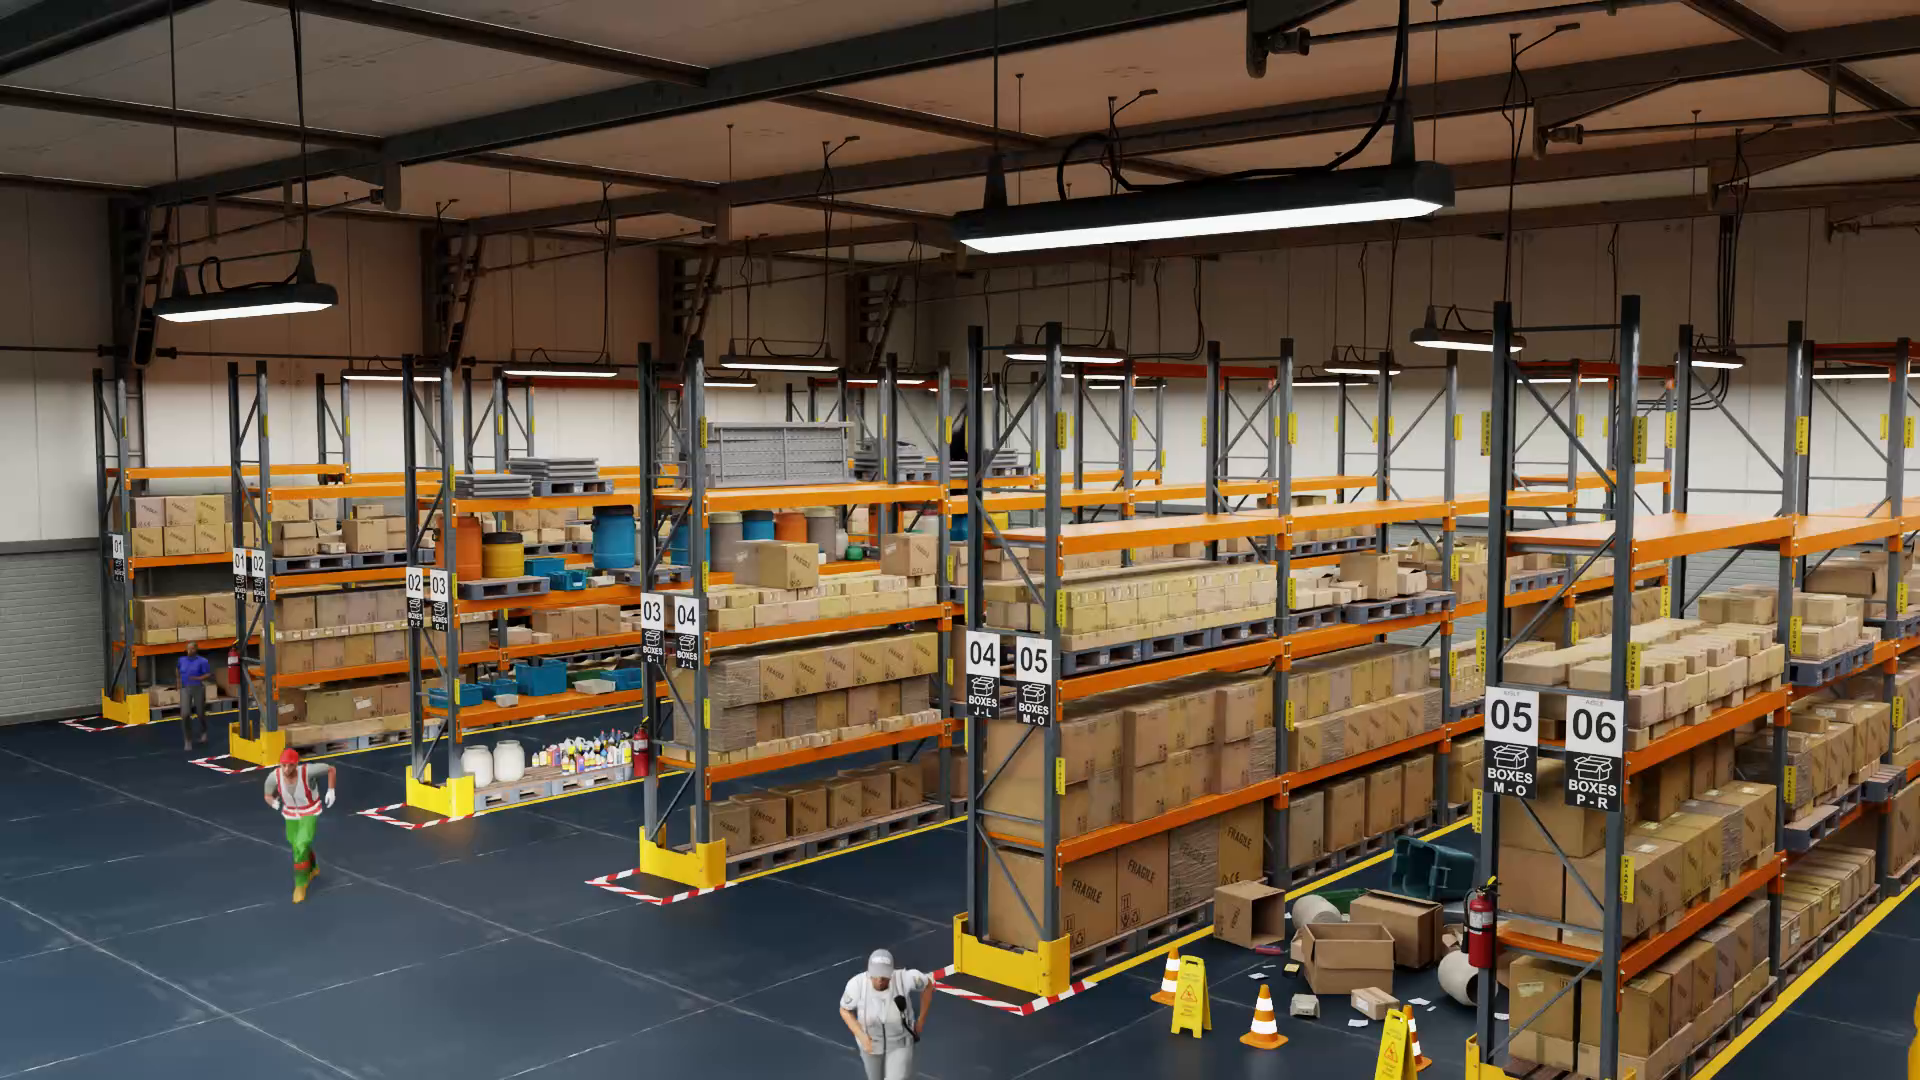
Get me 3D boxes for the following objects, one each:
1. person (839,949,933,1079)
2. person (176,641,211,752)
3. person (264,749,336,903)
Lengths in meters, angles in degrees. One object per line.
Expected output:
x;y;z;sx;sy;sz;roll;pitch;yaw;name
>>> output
-0.512;3.547;11.604;0.646;1.627;1.034;0;4;-1;person
-11.981;2.432;25.998;0.542;1.702;0.837;-1;4;-16;person
-7.097;3.034;17.972;0.707;1.712;1.013;0;4;-5;person
